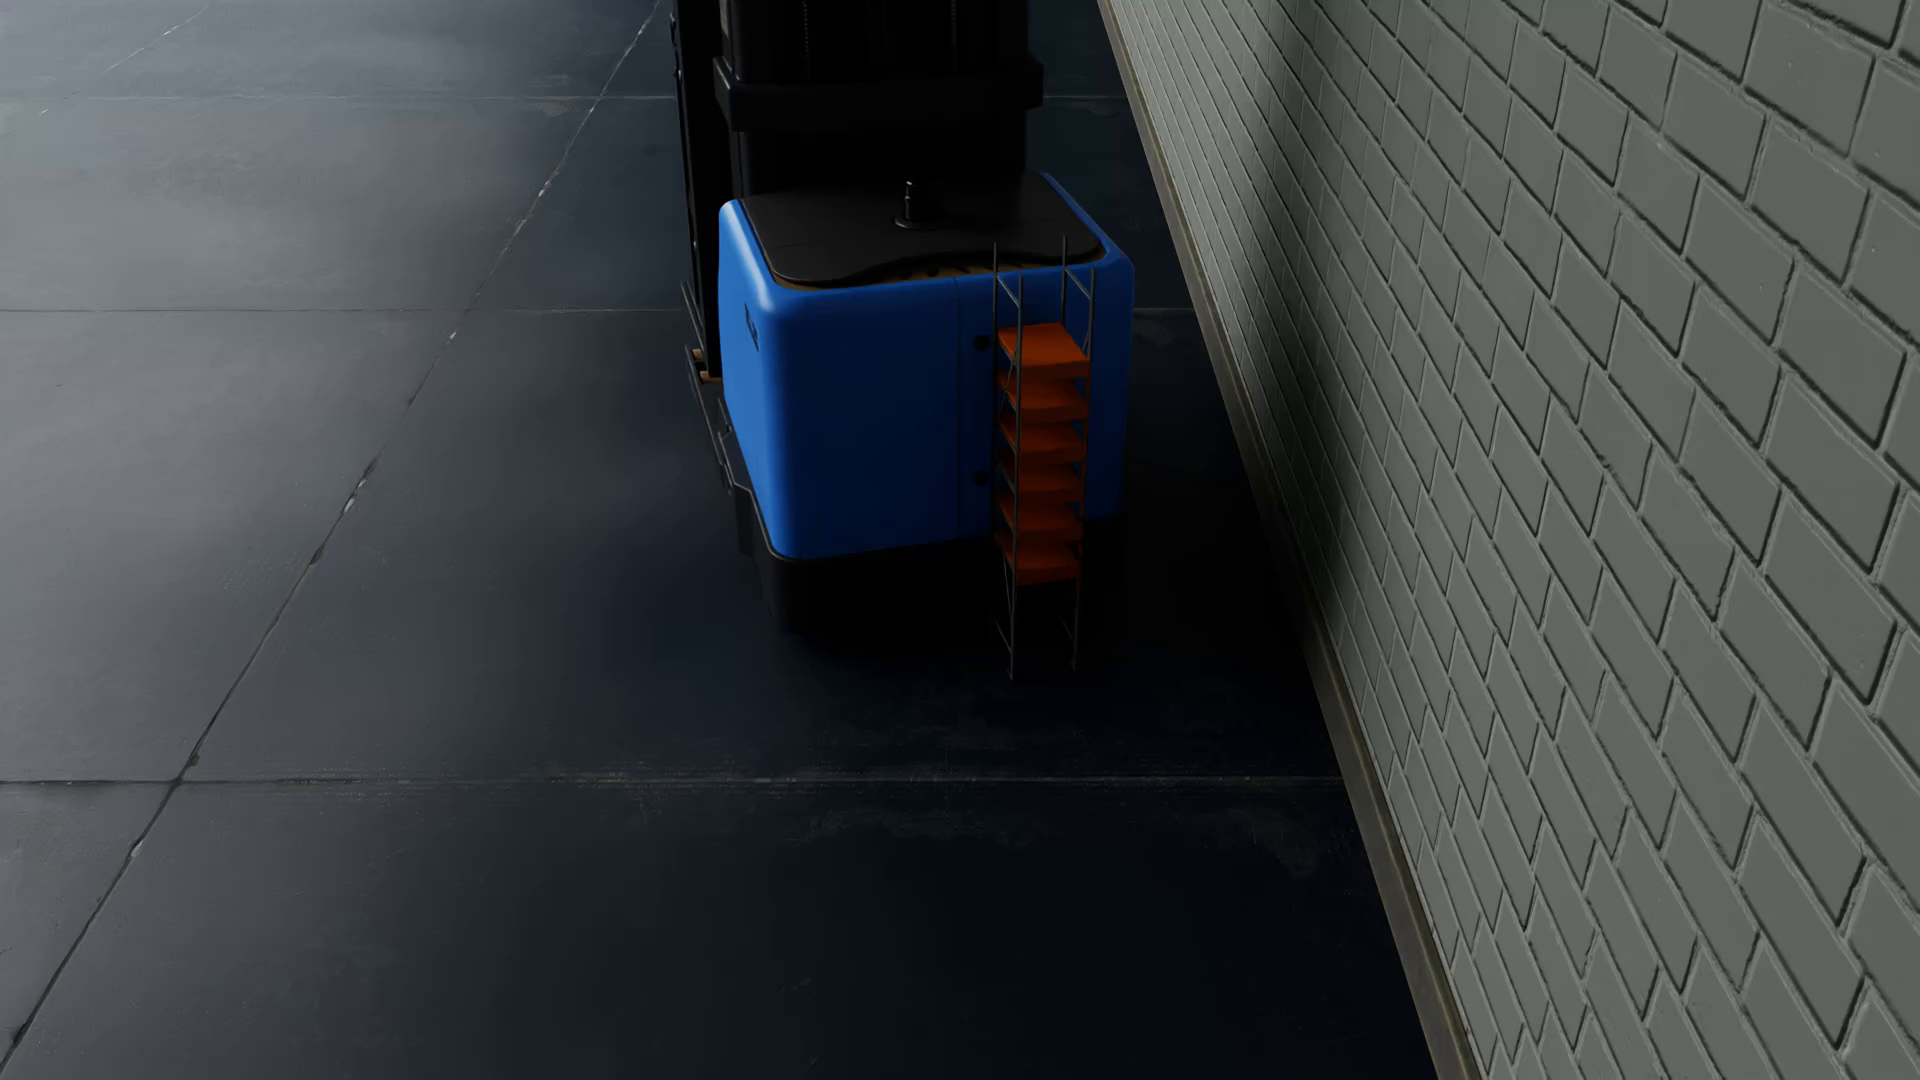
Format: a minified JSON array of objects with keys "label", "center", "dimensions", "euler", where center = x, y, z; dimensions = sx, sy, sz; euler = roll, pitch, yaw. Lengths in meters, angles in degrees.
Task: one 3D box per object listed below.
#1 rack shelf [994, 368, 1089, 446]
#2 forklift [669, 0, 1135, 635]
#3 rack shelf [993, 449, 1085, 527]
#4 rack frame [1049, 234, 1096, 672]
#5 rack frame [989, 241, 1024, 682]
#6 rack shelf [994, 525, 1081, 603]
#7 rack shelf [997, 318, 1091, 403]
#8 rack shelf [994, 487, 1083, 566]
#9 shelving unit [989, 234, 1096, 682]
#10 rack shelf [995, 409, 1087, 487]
[{"label":"rack shelf","center":[0.206,-0.357,4.303],"dimensions":[0.180,0.103,0.258],"euler":[-8,33,-13]},{"label":"forklift","center":[-0.388,-1.742,5.295],"dimensions":[1.130,2.935,3.031],"euler":[-8,32,-13]},{"label":"rack shelf","center":[0.206,-0.153,4.429],"dimensions":[0.180,0.103,0.258],"euler":[-8,33,-13]},{"label":"rack frame","center":[0.294,-0.203,4.426],"dimensions":[0.006,1.200,0.240],"euler":[-8,33,-13]},{"label":"rack frame","center":[0.117,-0.178,4.385],"dimensions":[0.006,1.200,0.240],"euler":[-8,33,-13]},{"label":"rack shelf","center":[0.205,0.051,4.555],"dimensions":[0.180,0.103,0.258],"euler":[-8,33,-13]},{"label":"rack shelf","center":[0.206,-0.459,4.240],"dimensions":[0.180,0.103,0.258],"euler":[-8,33,-13]},{"label":"rack shelf","center":[0.206,-0.051,4.492],"dimensions":[0.180,0.103,0.258],"euler":[-8,33,-13]},{"label":"shelving unit","center":[0.206,-0.191,4.405],"dimensions":[0.189,1.200,0.258],"euler":[-8,33,-13]},{"label":"rack shelf","center":[0.206,-0.255,4.366],"dimensions":[0.180,0.103,0.258],"euler":[-8,33,-13]}]
